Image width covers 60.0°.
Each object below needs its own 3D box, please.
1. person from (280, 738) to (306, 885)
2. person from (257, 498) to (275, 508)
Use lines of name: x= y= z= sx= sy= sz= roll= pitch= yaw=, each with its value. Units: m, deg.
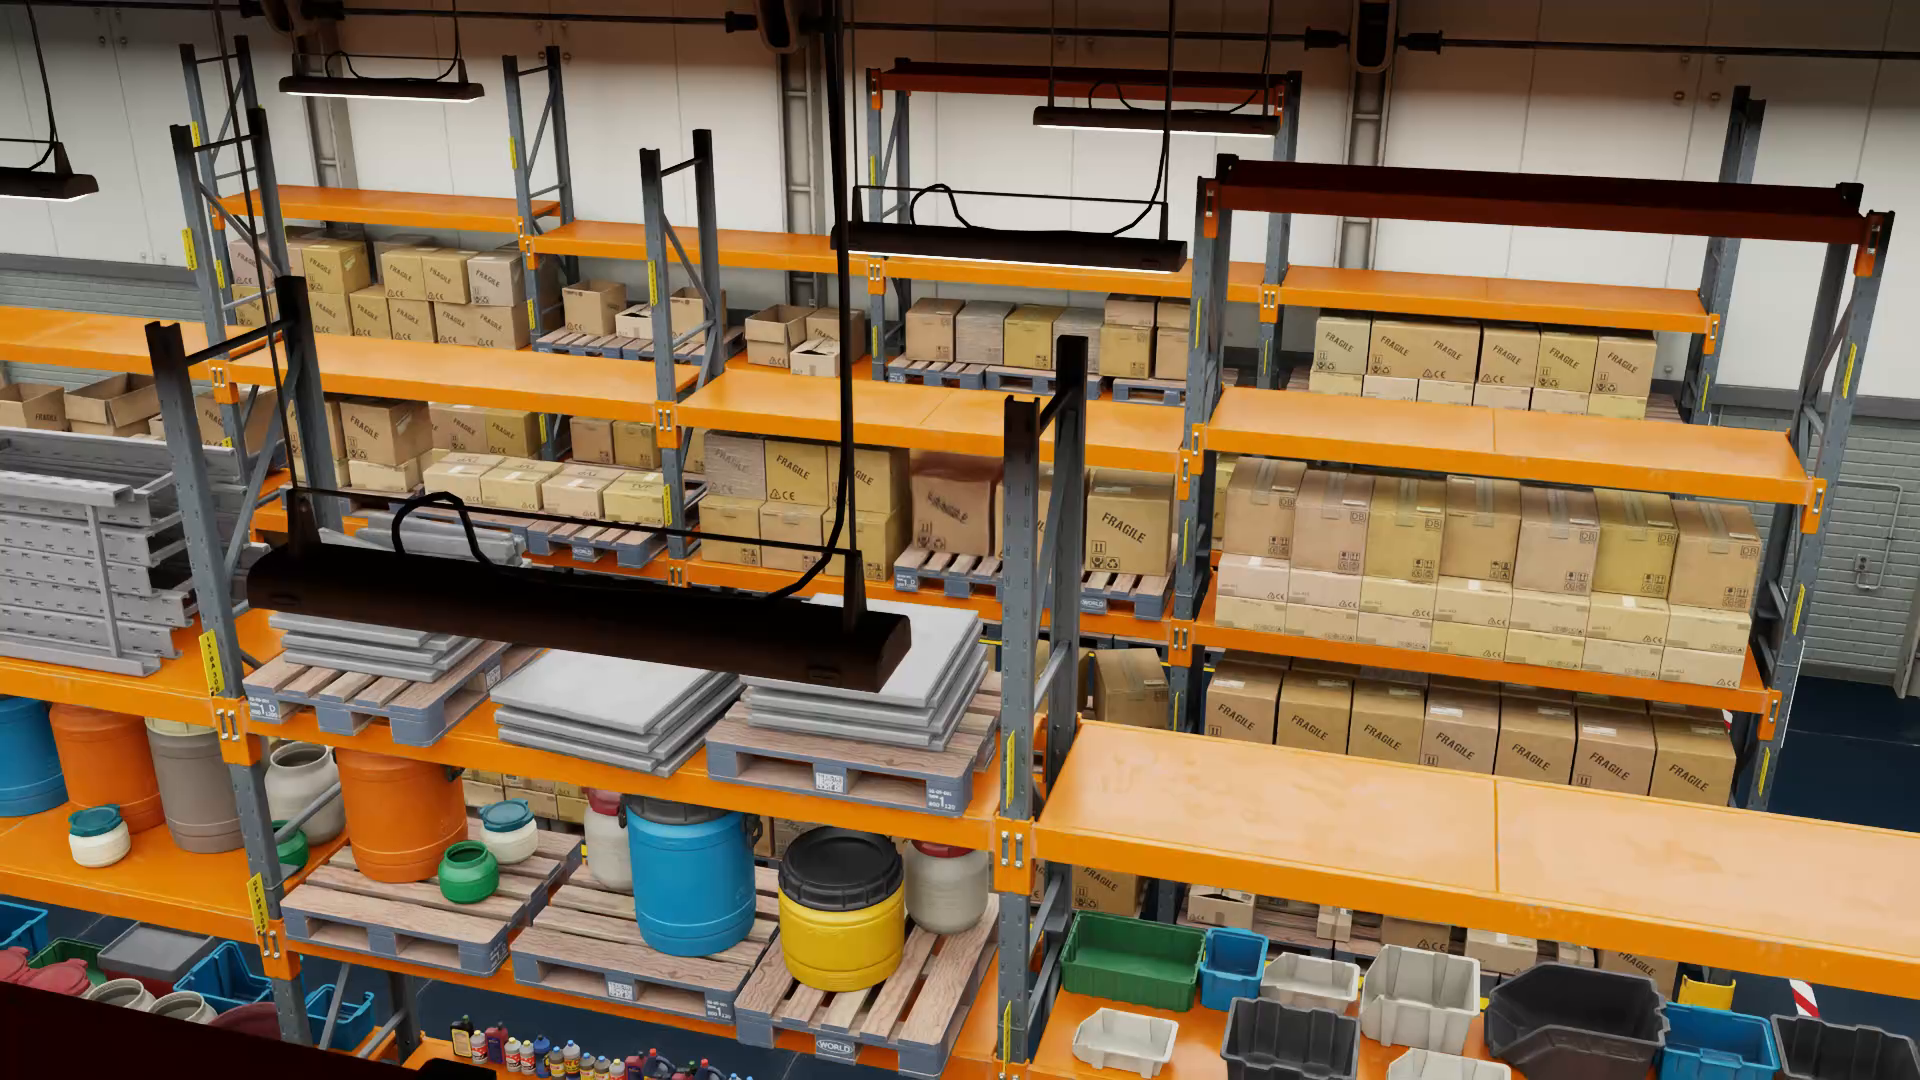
person: x=-5.220 y=2.236 z=13.148 sx=0.804 sy=1.783 sz=0.556 roll=8 pitch=24 yaw=18
person: x=-7.696 y=0.105 z=18.286 sx=0.646 sy=1.842 sz=0.611 roll=-11 pitch=25 yaw=-24
